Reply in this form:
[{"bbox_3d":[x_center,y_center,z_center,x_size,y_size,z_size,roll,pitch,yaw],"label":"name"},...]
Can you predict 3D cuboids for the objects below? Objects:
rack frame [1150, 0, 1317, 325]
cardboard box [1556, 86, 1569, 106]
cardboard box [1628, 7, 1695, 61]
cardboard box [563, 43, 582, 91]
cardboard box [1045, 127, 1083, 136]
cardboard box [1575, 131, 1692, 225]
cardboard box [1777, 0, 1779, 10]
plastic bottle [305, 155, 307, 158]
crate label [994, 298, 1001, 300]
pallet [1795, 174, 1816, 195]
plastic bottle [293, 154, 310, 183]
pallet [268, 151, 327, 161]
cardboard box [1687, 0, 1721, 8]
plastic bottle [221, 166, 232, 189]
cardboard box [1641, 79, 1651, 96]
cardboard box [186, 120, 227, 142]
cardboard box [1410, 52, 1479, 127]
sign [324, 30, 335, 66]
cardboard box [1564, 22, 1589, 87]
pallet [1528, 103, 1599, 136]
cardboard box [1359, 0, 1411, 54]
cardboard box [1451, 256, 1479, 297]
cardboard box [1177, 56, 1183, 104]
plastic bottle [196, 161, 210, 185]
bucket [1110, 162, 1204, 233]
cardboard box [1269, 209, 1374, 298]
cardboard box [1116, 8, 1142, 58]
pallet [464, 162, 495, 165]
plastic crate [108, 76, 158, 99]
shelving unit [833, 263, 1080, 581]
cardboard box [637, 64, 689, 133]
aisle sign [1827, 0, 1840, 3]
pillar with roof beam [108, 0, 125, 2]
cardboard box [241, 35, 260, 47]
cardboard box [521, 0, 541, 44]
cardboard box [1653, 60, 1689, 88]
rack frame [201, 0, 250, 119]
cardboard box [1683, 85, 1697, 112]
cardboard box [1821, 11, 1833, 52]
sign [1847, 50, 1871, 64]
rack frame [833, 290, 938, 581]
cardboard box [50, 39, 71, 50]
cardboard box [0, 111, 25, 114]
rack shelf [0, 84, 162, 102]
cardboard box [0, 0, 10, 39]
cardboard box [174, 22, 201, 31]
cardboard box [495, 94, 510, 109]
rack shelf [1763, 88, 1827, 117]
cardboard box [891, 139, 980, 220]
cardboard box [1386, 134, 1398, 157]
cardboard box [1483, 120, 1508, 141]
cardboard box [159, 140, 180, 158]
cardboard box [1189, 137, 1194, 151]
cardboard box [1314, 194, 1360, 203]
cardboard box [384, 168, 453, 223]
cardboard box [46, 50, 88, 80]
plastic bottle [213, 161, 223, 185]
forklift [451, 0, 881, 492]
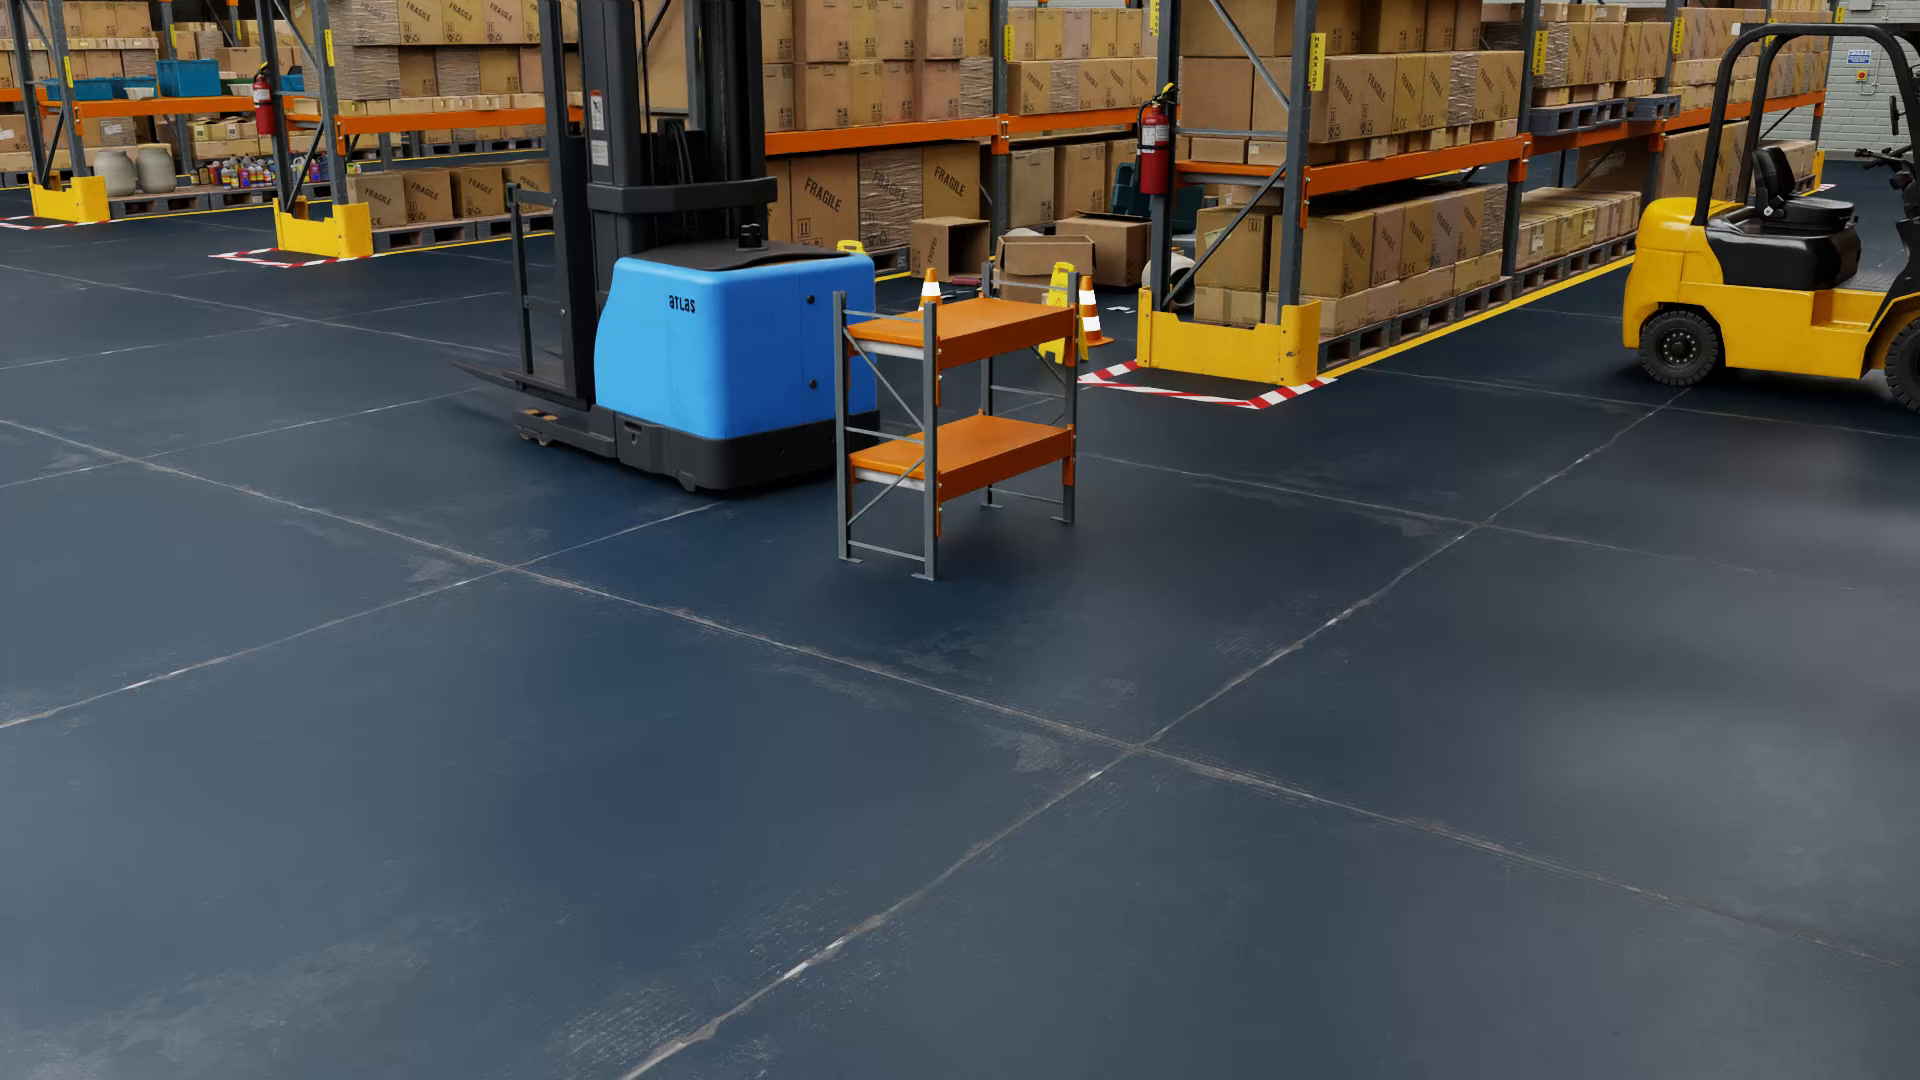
[{"bbox_3d":[1.664,-2.502,10.242,1.000,3.000,0.127,12,21,35],"label":"rack frame"},{"bbox_3d":[4.787,-3.669,13.716,0.380,0.149,0.250,13,21,36],"label":"cardboard box"},{"bbox_3d":[6.921,-5.007,16.454,0.500,0.500,0.500,12,21,33],"label":"cardboard box"},{"bbox_3d":[-4.555,-5.186,18.217,0.875,0.500,0.500,12,21,35],"label":"cardboard box"},{"bbox_3d":[1.313,-6.440,25.799,0.875,0.875,0.875,12,21,35],"label":"cardboard box"},{"bbox_3d":[6.909,-3.743,17.114,0.875,0.875,0.875,12,21,34],"label":"cardboard box"},{"bbox_3d":[9.469,-6.357,19.707,0.380,0.149,0.250,12,21,34],"label":"cardboard box"},{"bbox_3d":[-8.601,-4.910,21.848,0.152,0.276,0.135,13,22,37],"label":"plastic bottle"},{"bbox_3d":[0.209,-1.779,12.740,0.250,0.136,0.298,2,17,6],"label":"crate label"},{"bbox_3d":[10.784,-4.777,22.270,1.003,0.211,1.213,12,21,35],"label":"pallet"},{"bbox_3d":[-8.348,-4.699,21.043,0.144,0.351,0.185,12,21,34],"label":"plastic bottle"},{"bbox_3d":[-10.731,-6.100,26.530,1.003,0.211,1.213,12,21,35],"label":"pallet"},{"bbox_3d":[8.742,-6.325,19.604,0.380,0.149,0.250,12,21,34],"label":"cardboard box"},{"bbox_3d":[-8.942,-4.412,20.253,0.097,0.271,0.097,0,17,0],"label":"plastic bottle"},{"bbox_3d":[6.209,-4.224,15.502,0.380,0.149,0.250,12,21,34],"label":"cardboard box"},{"bbox_3d":[-11.418,-6.167,25.027,0.500,0.311,0.500,13,21,35],"label":"cardboard box"},{"bbox_3d":[3.376,-3.246,11.970,0.500,0.500,0.500,13,22,36],"label":"cardboard box"},{"bbox_3d":[-5.859,-4.571,15.445,0.100,0.325,0.005,12,21,35],"label":"sign"},{"bbox_3d":[4.855,-4.025,13.770,0.500,0.500,0.500,12,21,35],"label":"cardboard box"},{"bbox_3d":[4.620,-3.519,13.842,1.003,0.211,1.213,12,21,35],"label":"pallet"},{"bbox_3d":[2.731,-3.683,11.688,0.700,0.500,0.500,12,21,34],"label":"cardboard box"},{"bbox_3d":[3.602,-2.025,12.635,0.500,0.250,0.500,12,21,33],"label":"cardboard box"},{"bbox_3d":[2.343,-5.151,18.604,0.500,0.500,0.500,12,21,35],"label":"cardboard box"},{"bbox_3d":[-9.475,-4.587,20.796,0.061,0.283,0.133,13,22,36],"label":"plastic bottle"},{"bbox_3d":[1.783,-3.028,14.893,0.620,0.611,0.726,0,14,-35],"label":"bucket"},{"bbox_3d":[2.381,-1.896,10.957,0.500,0.500,0.500,12,21,33],"label":"cardboard box"},{"bbox_3d":[1.516,-5.435,17.832,0.700,0.500,0.500,12,21,34],"label":"cardboard box"},{"bbox_3d":[-6.726,-5.235,23.746,1.003,0.211,1.213,12,21,35],"label":"pallet"},{"bbox_3d":[-9.823,-5.383,19.771,0.499,0.251,0.408,12,21,35],"label":"plastic crate"},{"bbox_3d":[0.004,-0.539,7.082,0.538,1.125,1.048,12,21,35],"label":"shelving unit"},{"bbox_3d":[-2.187,-3.521,13.270,0.875,0.550,0.550,12,21,35],"label":"cardboard box"},{"bbox_3d":[11.490,-7.517,22.007,0.394,0.787,0.004,12,21,35],"label":"aisle sign"},{"bbox_3d":[-11.474,-10.732,26.629,9.100,9.000,0.400,12,21,35],"label":"pillar with roof beam"},{"bbox_3d":[-12.967,-9.054,30.638,0.500,0.500,0.500,13,22,36],"label":"cardboard box"},{"bbox_3d":[-4.554,-5.479,17.473,0.500,0.500,0.500,12,21,35],"label":"cardboard box"},{"bbox_3d":[6.931,-4.651,16.574,0.500,0.250,0.500,12,21,34],"label":"cardboard box"},{"bbox_3d":[-13.462,-8.784,30.473,1.000,3.000,0.127,12,21,35],"label":"rack frame"},{"bbox_3d":[7.216,-4.533,17.037,0.500,0.250,0.500,12,21,33],"label":"cardboard box"},{"bbox_3d":[11.102,-6.681,21.846,0.500,0.500,0.500,13,22,36],"label":"cardboard box"},{"bbox_3d":[14.536,-7.812,26.886,0.327,0.218,0.001,12,21,35],"label":"sign"},{"bbox_3d":[-0.299,-0.418,6.692,0.500,1.125,0.032,12,21,35],"label":"rack frame"},{"bbox_3d":[-12.612,-6.910,23.175,0.380,0.149,0.250,13,22,36],"label":"cardboard box"},{"bbox_3d":[-13.284,-5.790,23.494,0.500,0.500,0.500,12,21,35],"label":"cardboard box"},{"bbox_3d":[-13.056,-6.137,23.162,1.077,0.370,4.000,12,21,35],"label":"rack shelf"},{"bbox_3d":[-13.319,-7.040,22.499,0.700,0.500,0.500,13,21,35],"label":"cardboard box"},{"bbox_3d":[-13.823,-9.185,29.760,0.380,0.149,0.250,9,19,26],"label":"cardboard box"},{"bbox_3d":[-4.919,-4.582,17.364,0.380,0.149,0.250,12,21,35],"label":"cardboard box"},{"bbox_3d":[10.006,-5.493,21.087,1.077,0.370,4.000,12,21,35],"label":"rack shelf"},{"bbox_3d":[-0.419,-3.354,15.860,0.875,0.875,0.875,13,21,36],"label":"cardboard box"},{"bbox_3d":[2.711,-2.658,11.168,0.380,0.149,0.250,13,22,36],"label":"cardboard box"},{"bbox_3d":[3.958,-3.144,12.732,0.380,0.149,0.250,13,21,36],"label":"cardboard box"},{"bbox_3d":[-11.850,-5.995,25.418,0.500,0.250,0.500,12,21,34],"label":"cardboard box"},{"bbox_3d":[3.001,-4.744,19.706,0.500,0.250,0.500,11,21,32],"label":"cardboard box"},{"bbox_3d":[2.547,-2.228,12.025,0.500,0.500,0.500,12,21,33],"label":"cardboard box"},{"bbox_3d":[-5.580,-3.554,17.137,0.500,0.500,0.500,-13,22,-36],"label":"cardboard box"},{"bbox_3d":[-12.735,-6.653,23.440,0.700,0.500,0.500,13,21,35],"label":"cardboard box"},{"bbox_3d":[-9.272,-4.593,20.813,0.061,0.283,0.133,12,21,35],"label":"plastic bottle"},{"bbox_3d":[-1.767,-1.988,8.702,1.130,2.935,3.031,-15,23,-40],"label":"forklift"}]
